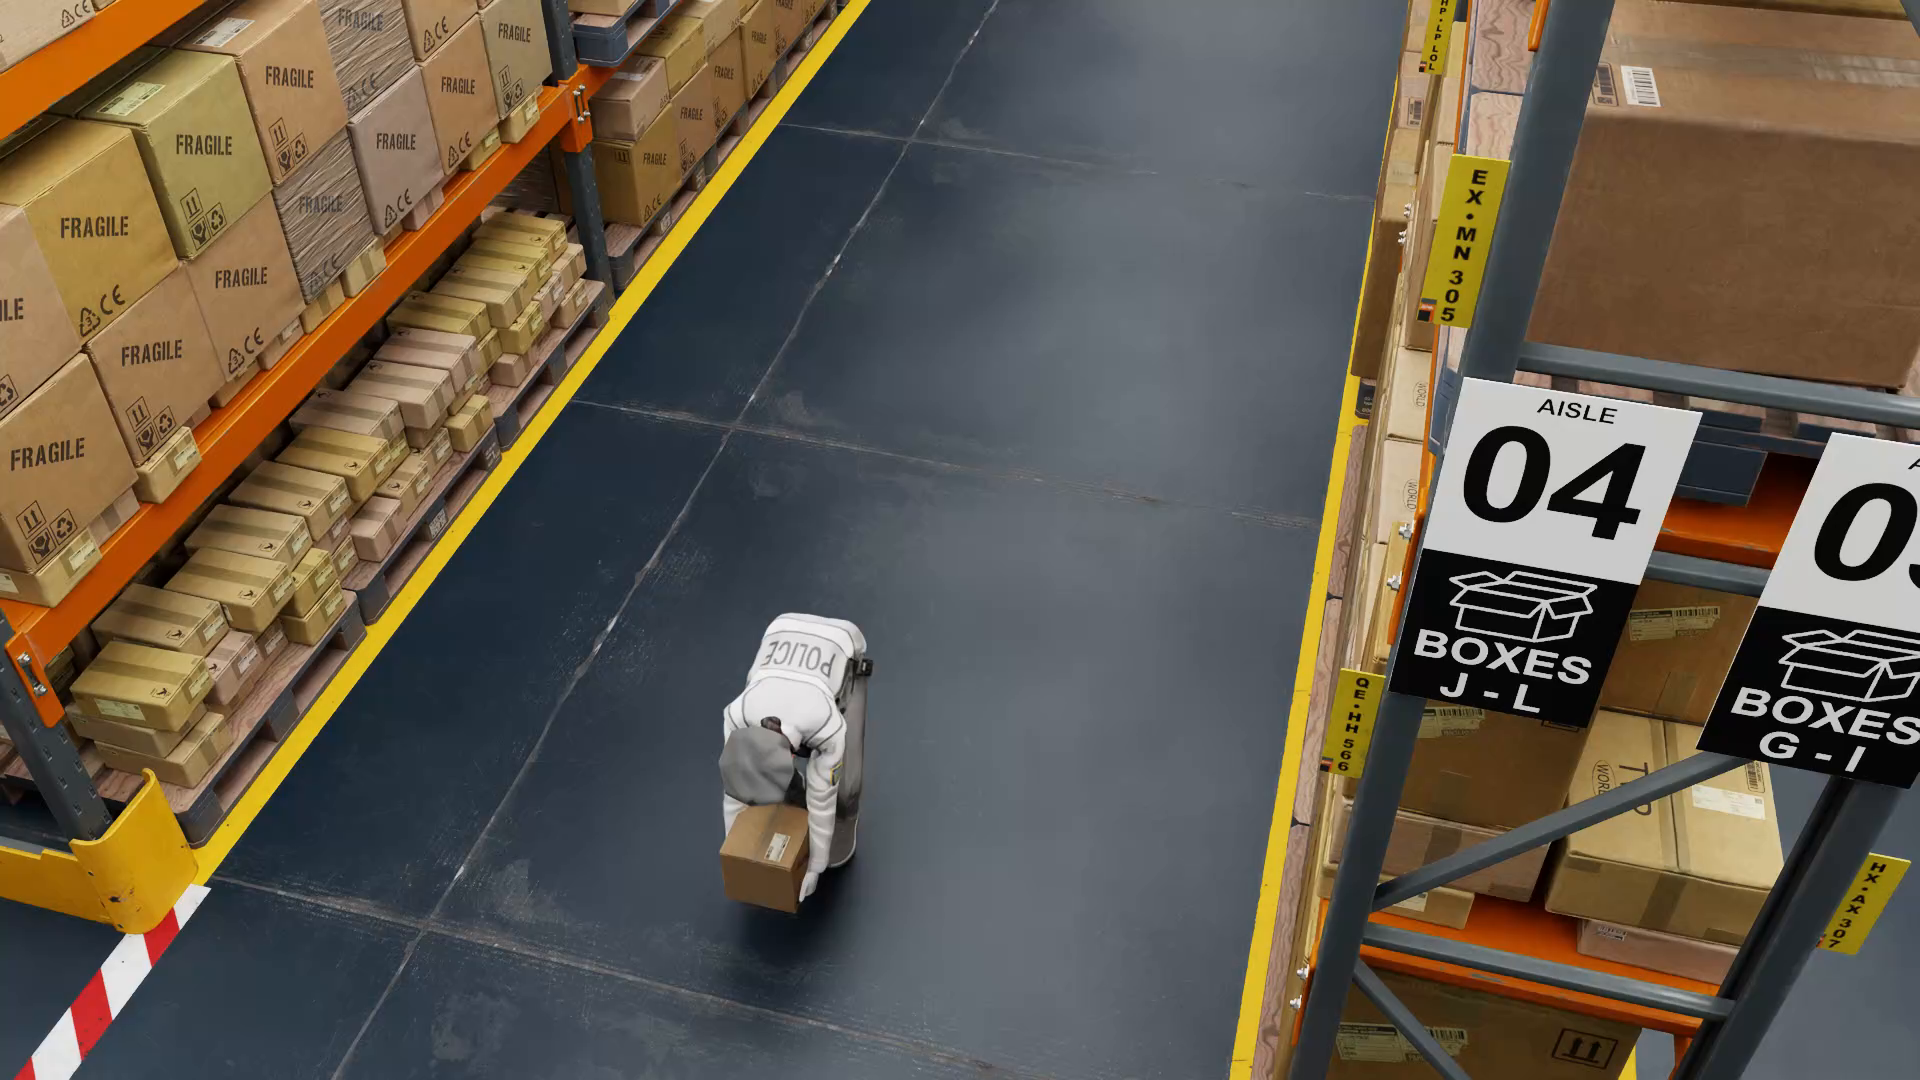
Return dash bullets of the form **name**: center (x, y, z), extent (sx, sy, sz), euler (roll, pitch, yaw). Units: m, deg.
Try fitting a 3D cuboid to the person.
- **person**: center (-0.569, 0.783, 5.737), extent (0.443, 1.047, 0.921), euler (8, 42, 9)
